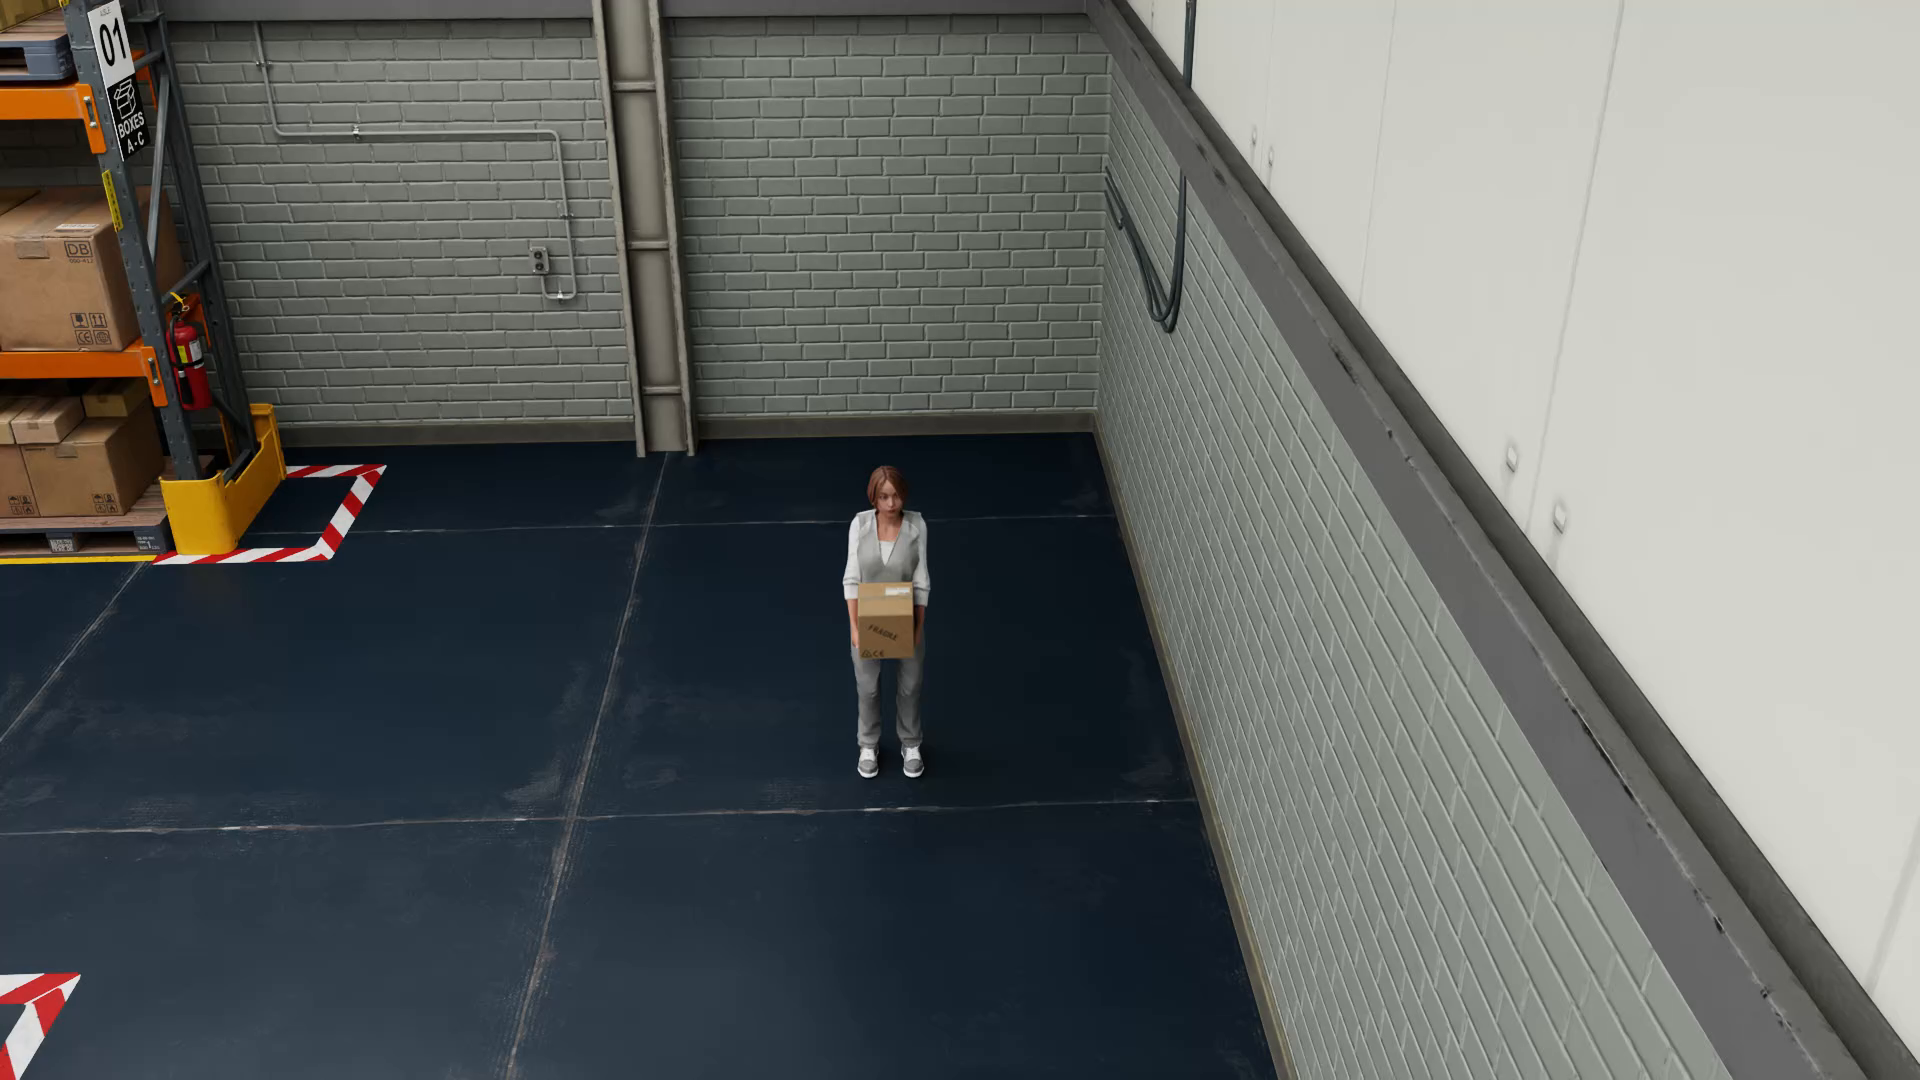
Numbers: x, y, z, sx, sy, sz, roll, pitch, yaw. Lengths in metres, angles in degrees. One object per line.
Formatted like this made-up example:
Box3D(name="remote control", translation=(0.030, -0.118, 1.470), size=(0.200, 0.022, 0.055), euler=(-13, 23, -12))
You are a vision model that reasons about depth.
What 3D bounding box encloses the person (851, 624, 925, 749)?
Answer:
Box3D(name="person", translation=(-0.343, 0.646, 8.034), size=(0.354, 0.882, 0.248), euler=(-1, 28, -2))
